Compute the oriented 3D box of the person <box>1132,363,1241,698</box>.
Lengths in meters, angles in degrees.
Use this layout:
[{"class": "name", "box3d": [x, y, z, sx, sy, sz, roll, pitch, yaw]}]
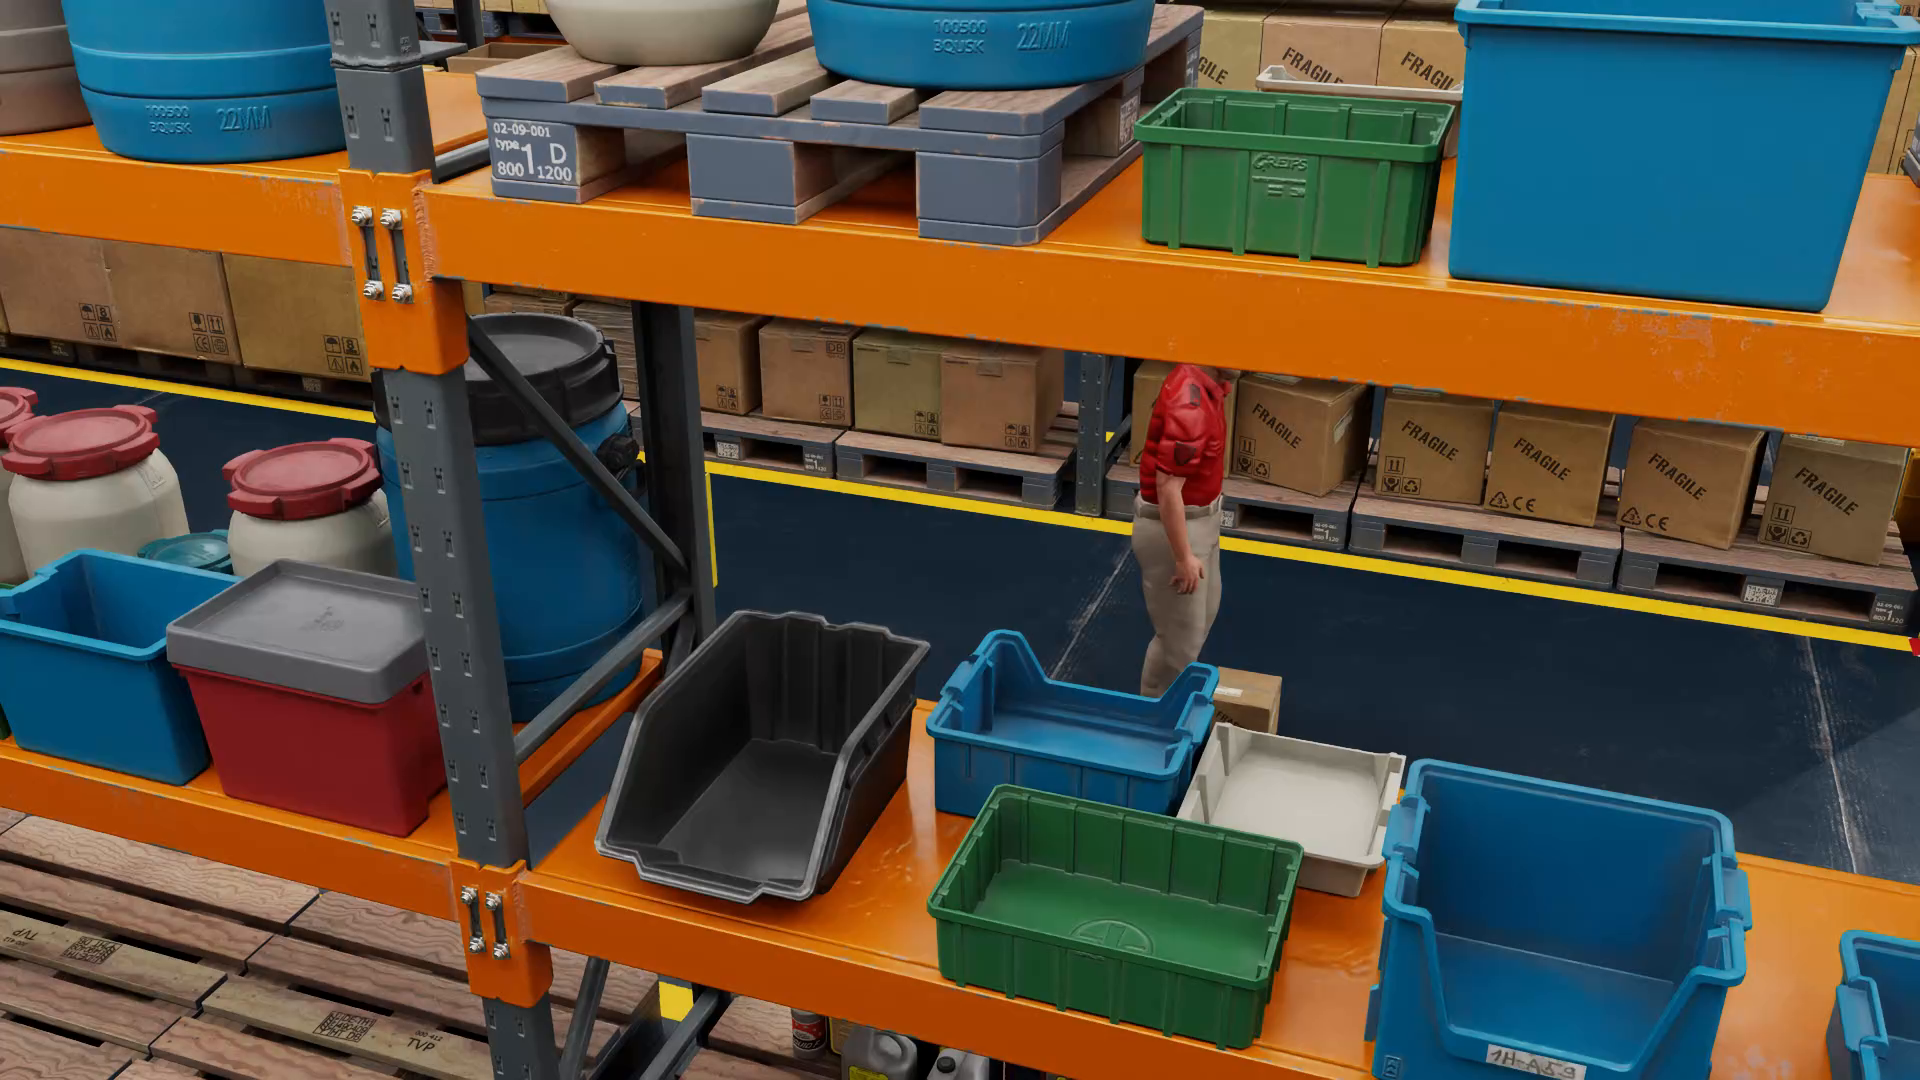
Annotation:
[{"class": "person", "box3d": [0.848, -0.028, 6.185, 0.391, 1.727, 0.606, 7, 26, 14]}]
